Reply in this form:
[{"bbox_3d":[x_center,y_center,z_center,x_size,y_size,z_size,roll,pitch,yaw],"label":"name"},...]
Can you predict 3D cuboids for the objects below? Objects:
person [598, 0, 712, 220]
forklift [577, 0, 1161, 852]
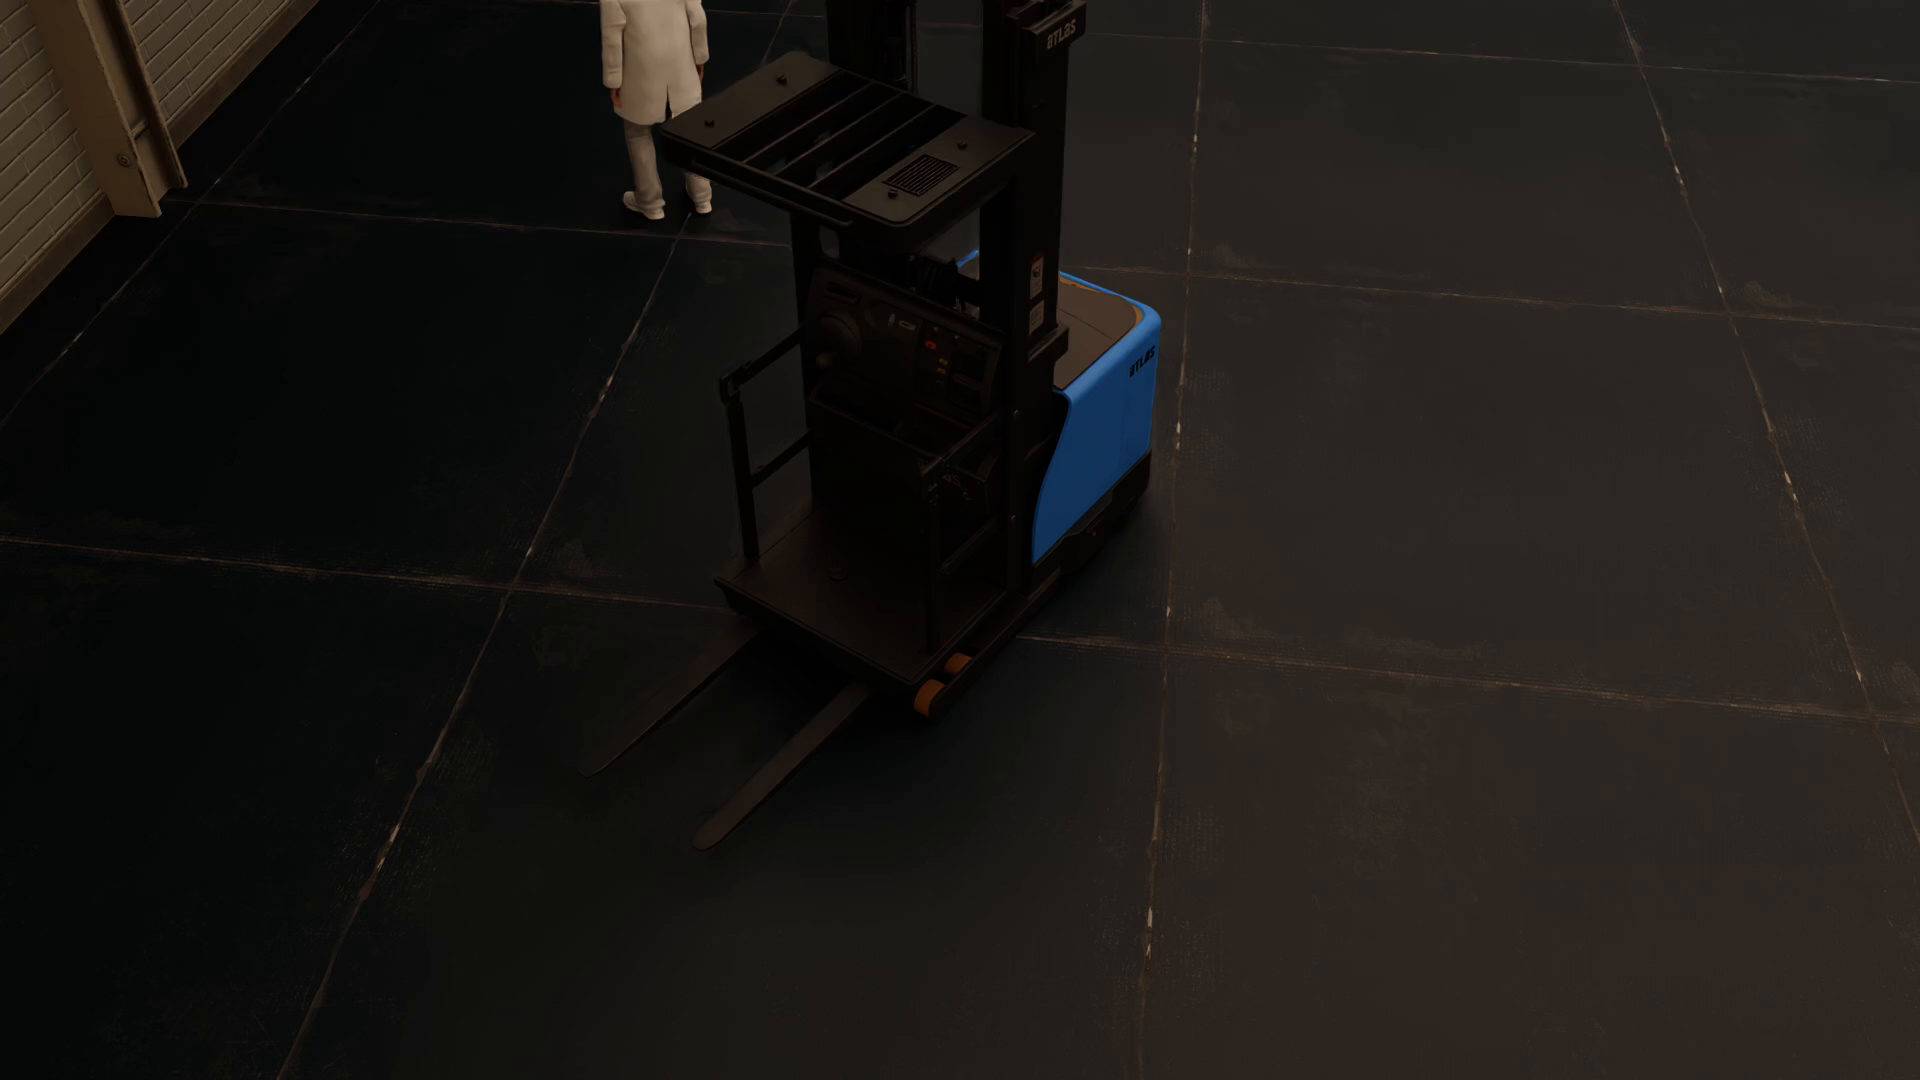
[{"bbox_3d":[-1.744,-2.680,9.505,0.651,1.779,0.459,-21,46,-21],"label":"person"},{"bbox_3d":[-0.357,-0.699,6.486,1.130,2.935,3.031,26,49,26],"label":"forklift"}]
